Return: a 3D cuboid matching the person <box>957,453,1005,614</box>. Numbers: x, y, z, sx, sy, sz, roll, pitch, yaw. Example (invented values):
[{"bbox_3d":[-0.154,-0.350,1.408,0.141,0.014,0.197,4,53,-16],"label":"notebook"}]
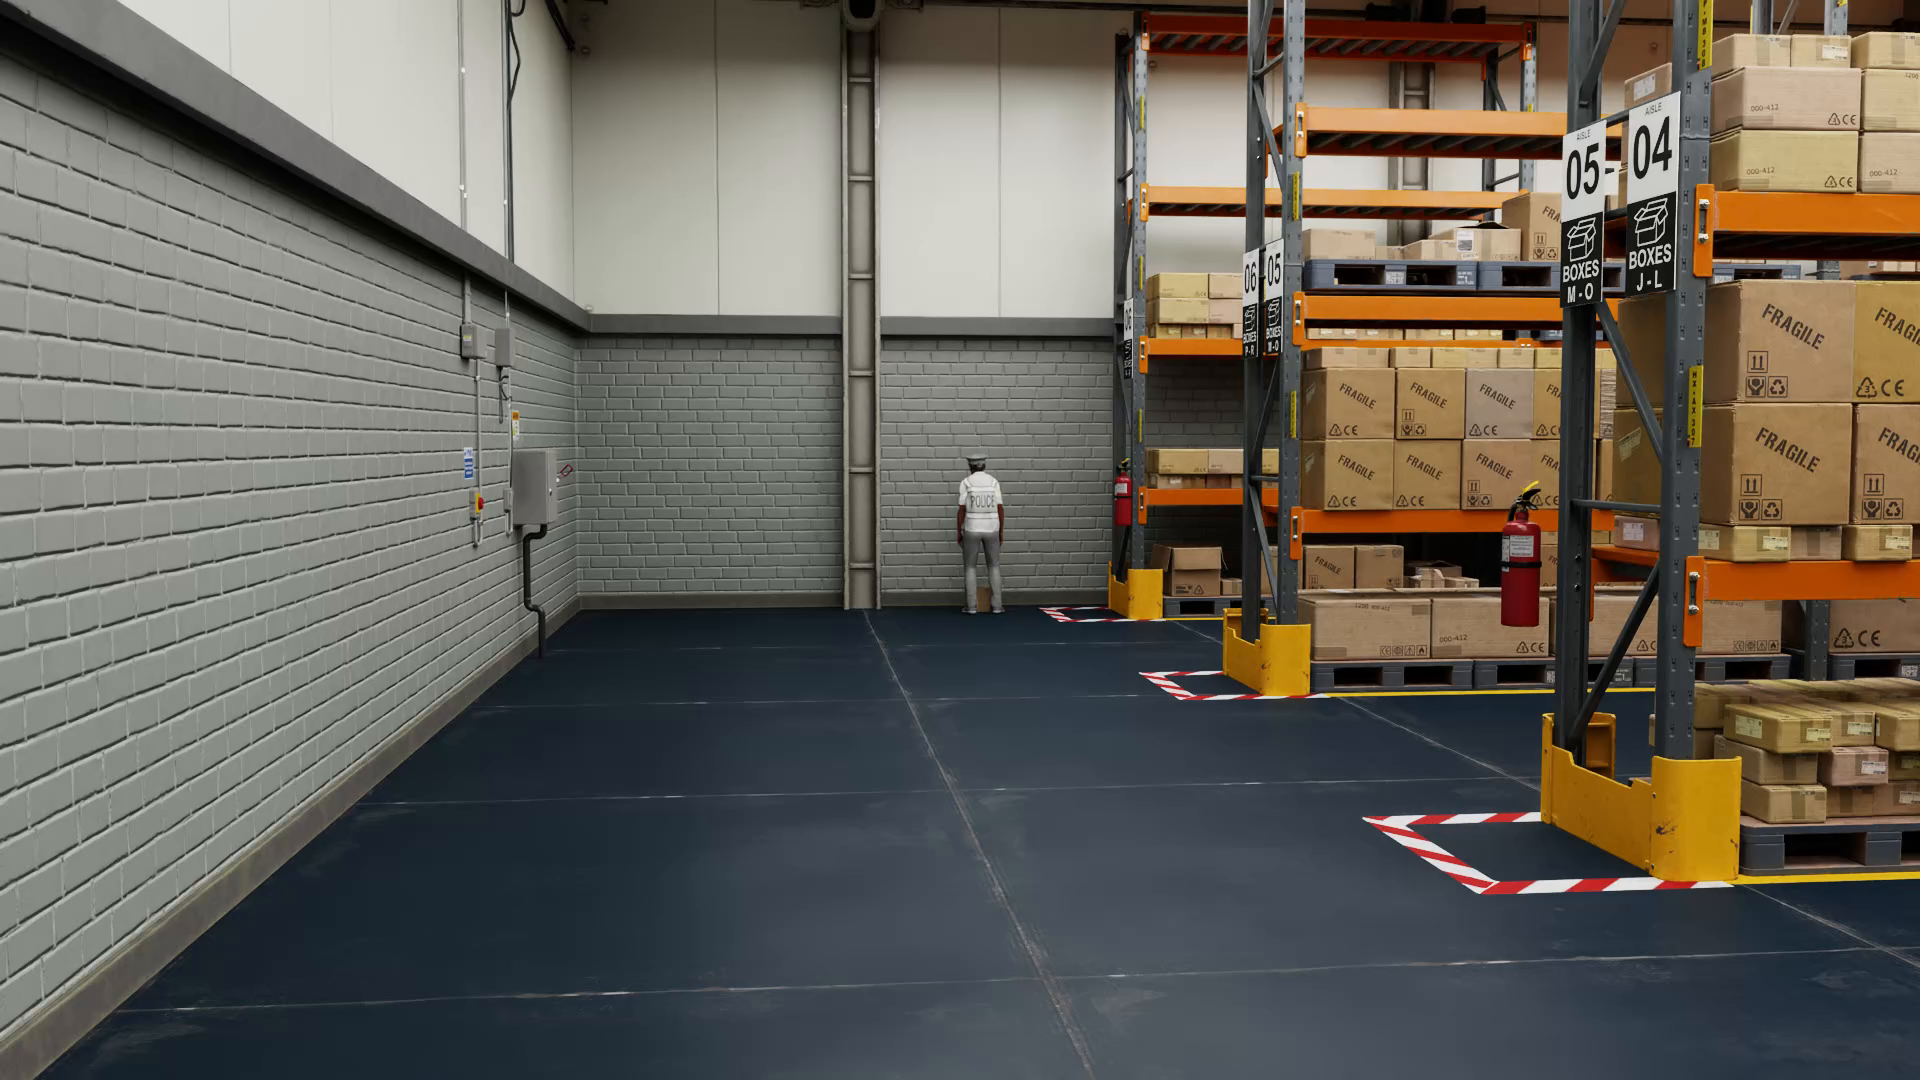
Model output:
[{"bbox_3d":[0.220,-0.066,17.149,0.521,1.657,0.395,-1,4,-10],"label":"person"}]
